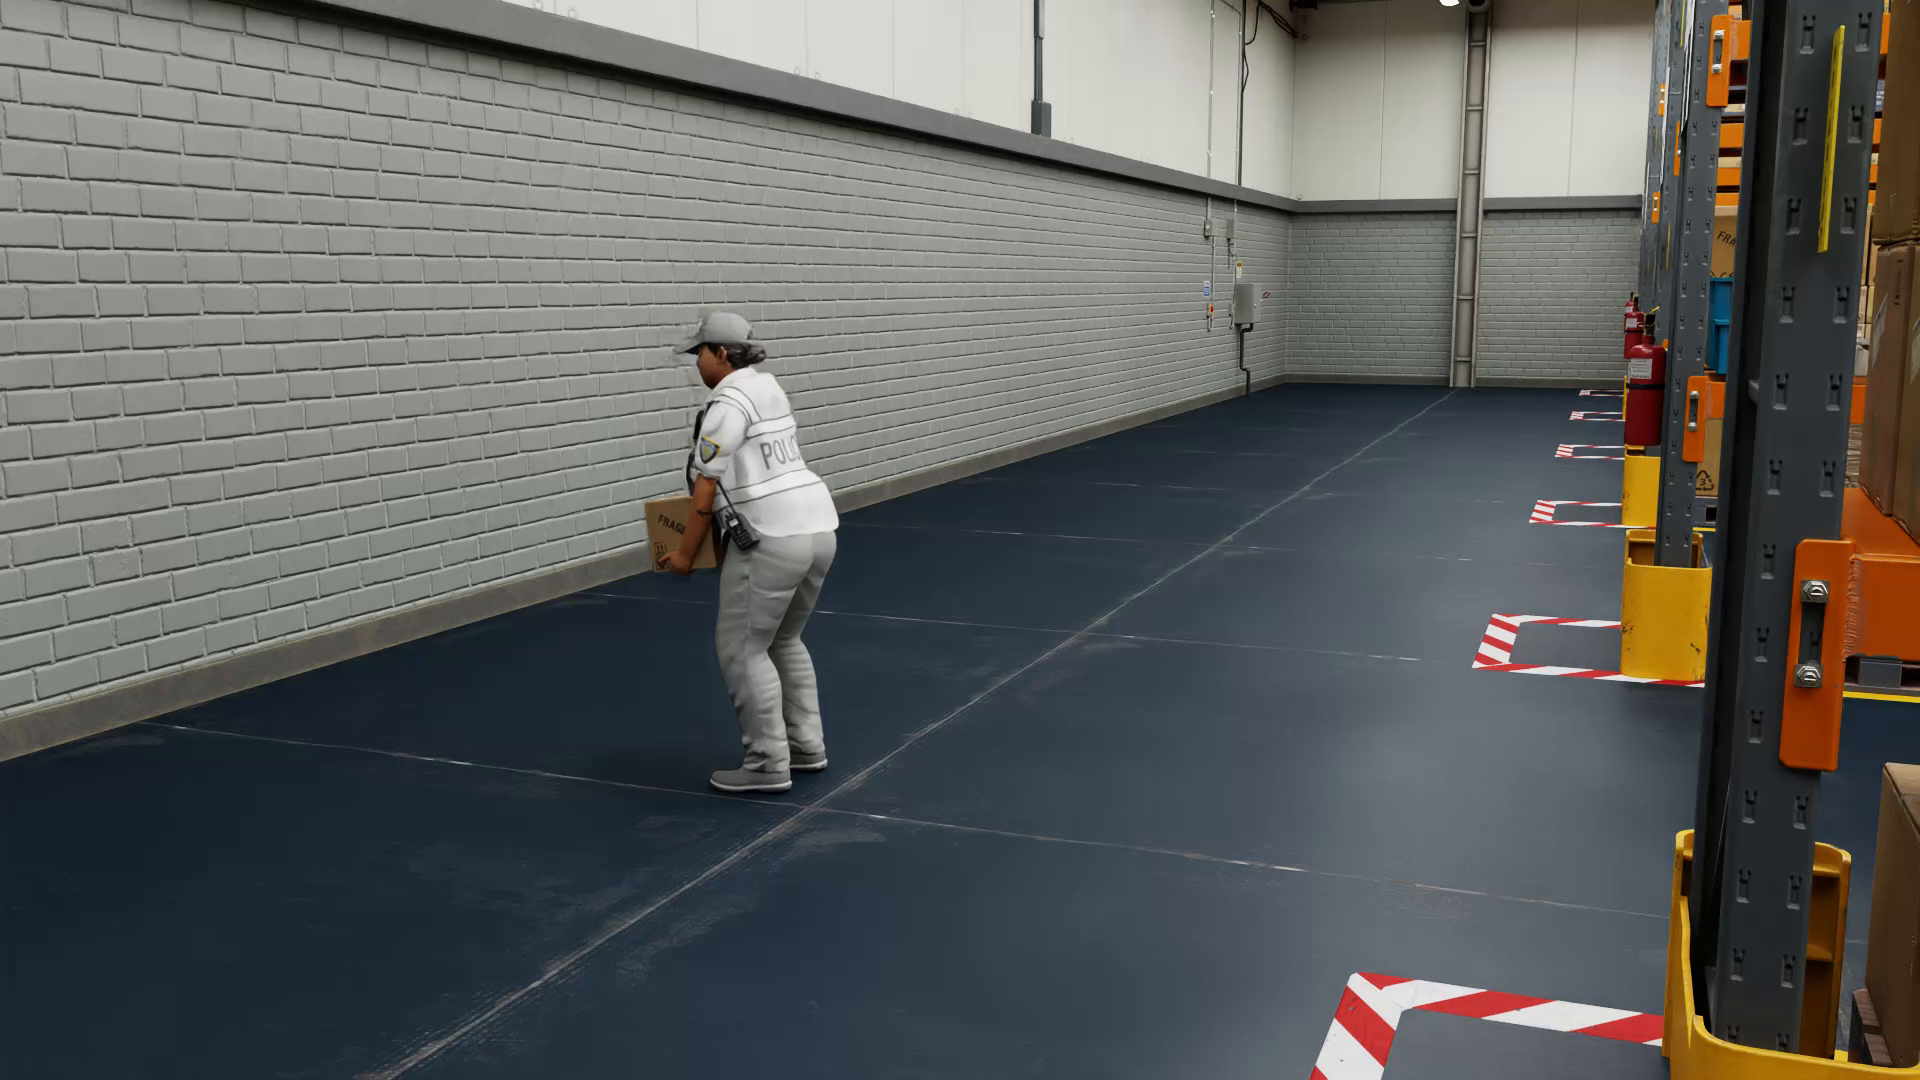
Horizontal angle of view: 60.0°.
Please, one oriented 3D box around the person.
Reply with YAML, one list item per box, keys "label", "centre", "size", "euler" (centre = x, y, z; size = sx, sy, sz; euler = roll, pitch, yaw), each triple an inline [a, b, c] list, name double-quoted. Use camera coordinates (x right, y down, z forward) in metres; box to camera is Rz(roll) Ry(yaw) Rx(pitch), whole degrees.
- label: "person"
  centre: [-0.725, 0.033, 5.752]
  size: [0.581, 1.639, 0.452]
  euler: [3, 9, 20]
